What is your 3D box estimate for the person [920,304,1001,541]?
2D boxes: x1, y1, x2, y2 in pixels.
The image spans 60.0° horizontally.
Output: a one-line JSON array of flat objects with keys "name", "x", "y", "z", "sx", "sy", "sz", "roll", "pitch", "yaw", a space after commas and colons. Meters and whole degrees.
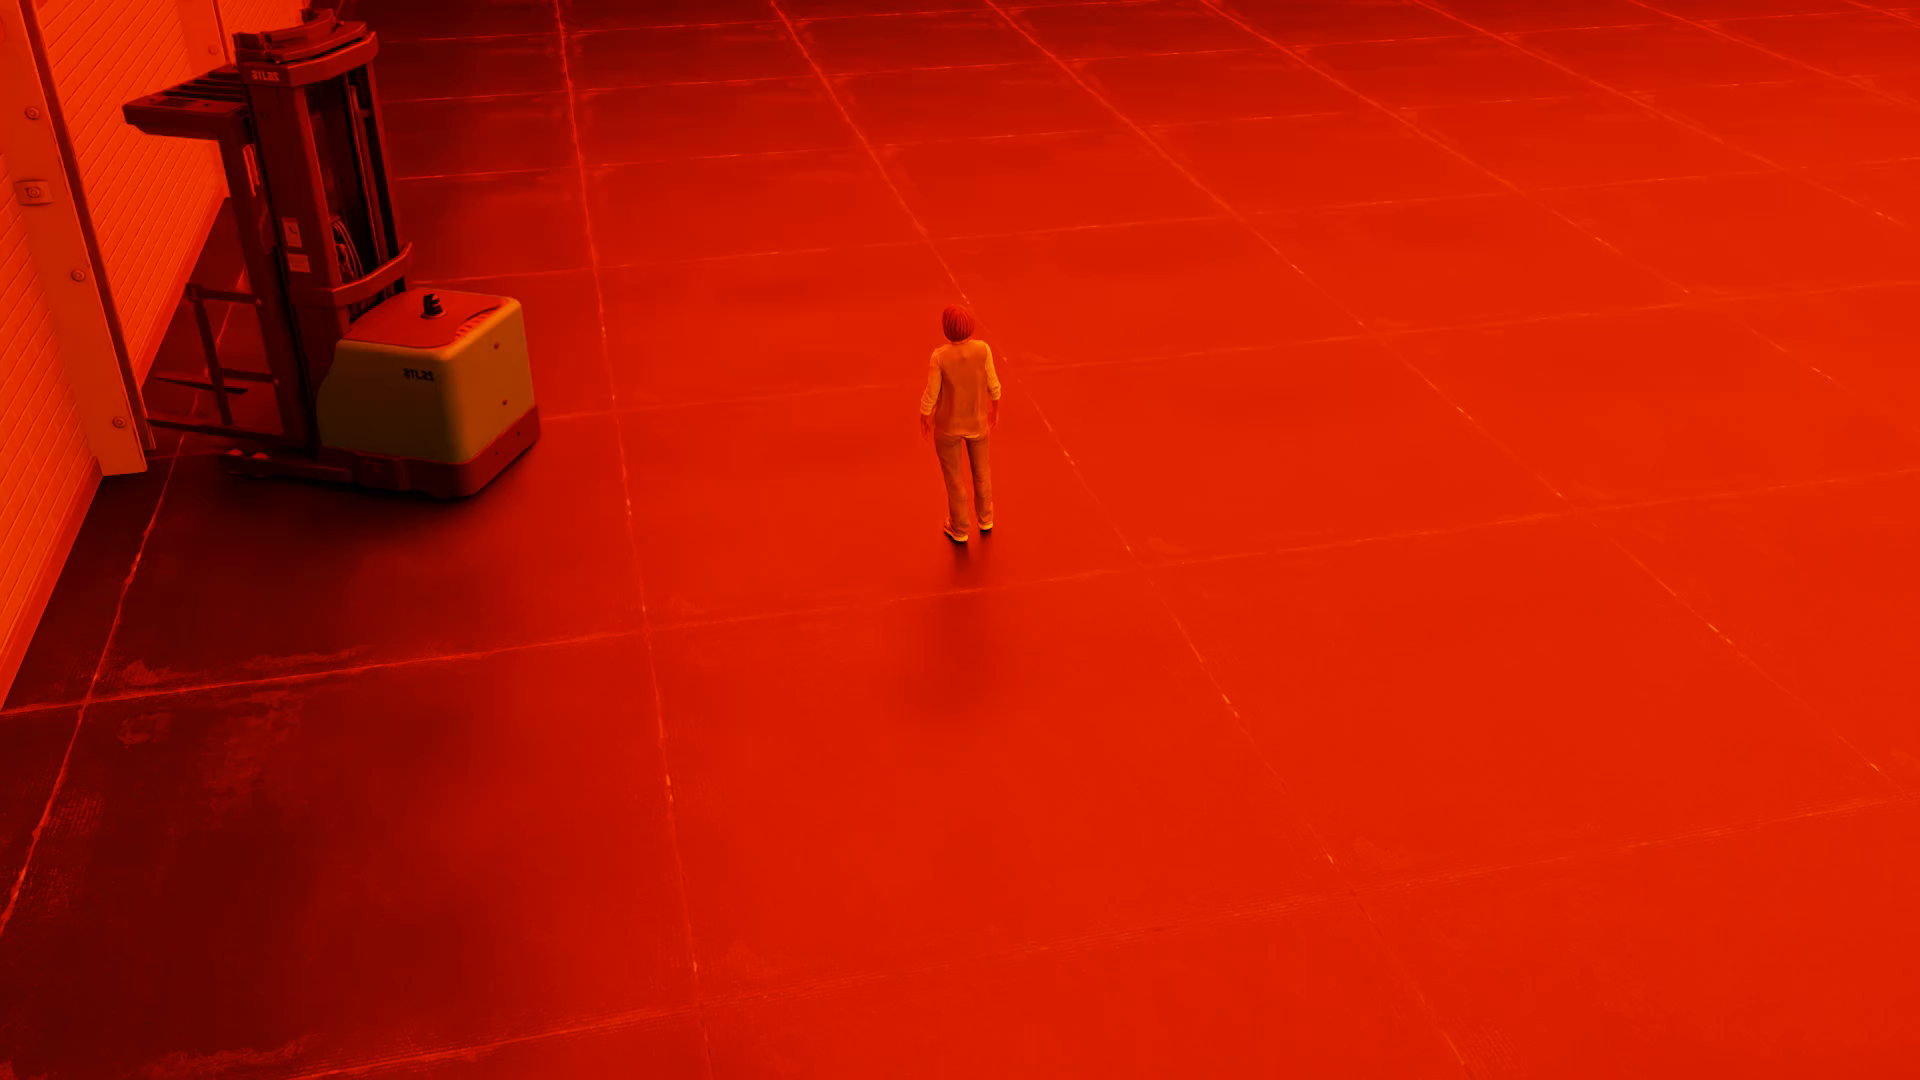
[{"name": "person", "x": -0.004, "y": -0.736, "z": 10.162, "sx": 0.520, "sy": 1.599, "sz": 0.473, "roll": -7, "pitch": 31, "yaw": -12}]

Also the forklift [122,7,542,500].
[{"name": "forklift", "x": -4.504, "y": -1.933, "z": 10.913, "sx": 3.031, "sy": 2.935, "sz": 1.130, "roll": 8, "pitch": 31, "yaw": 13}]
